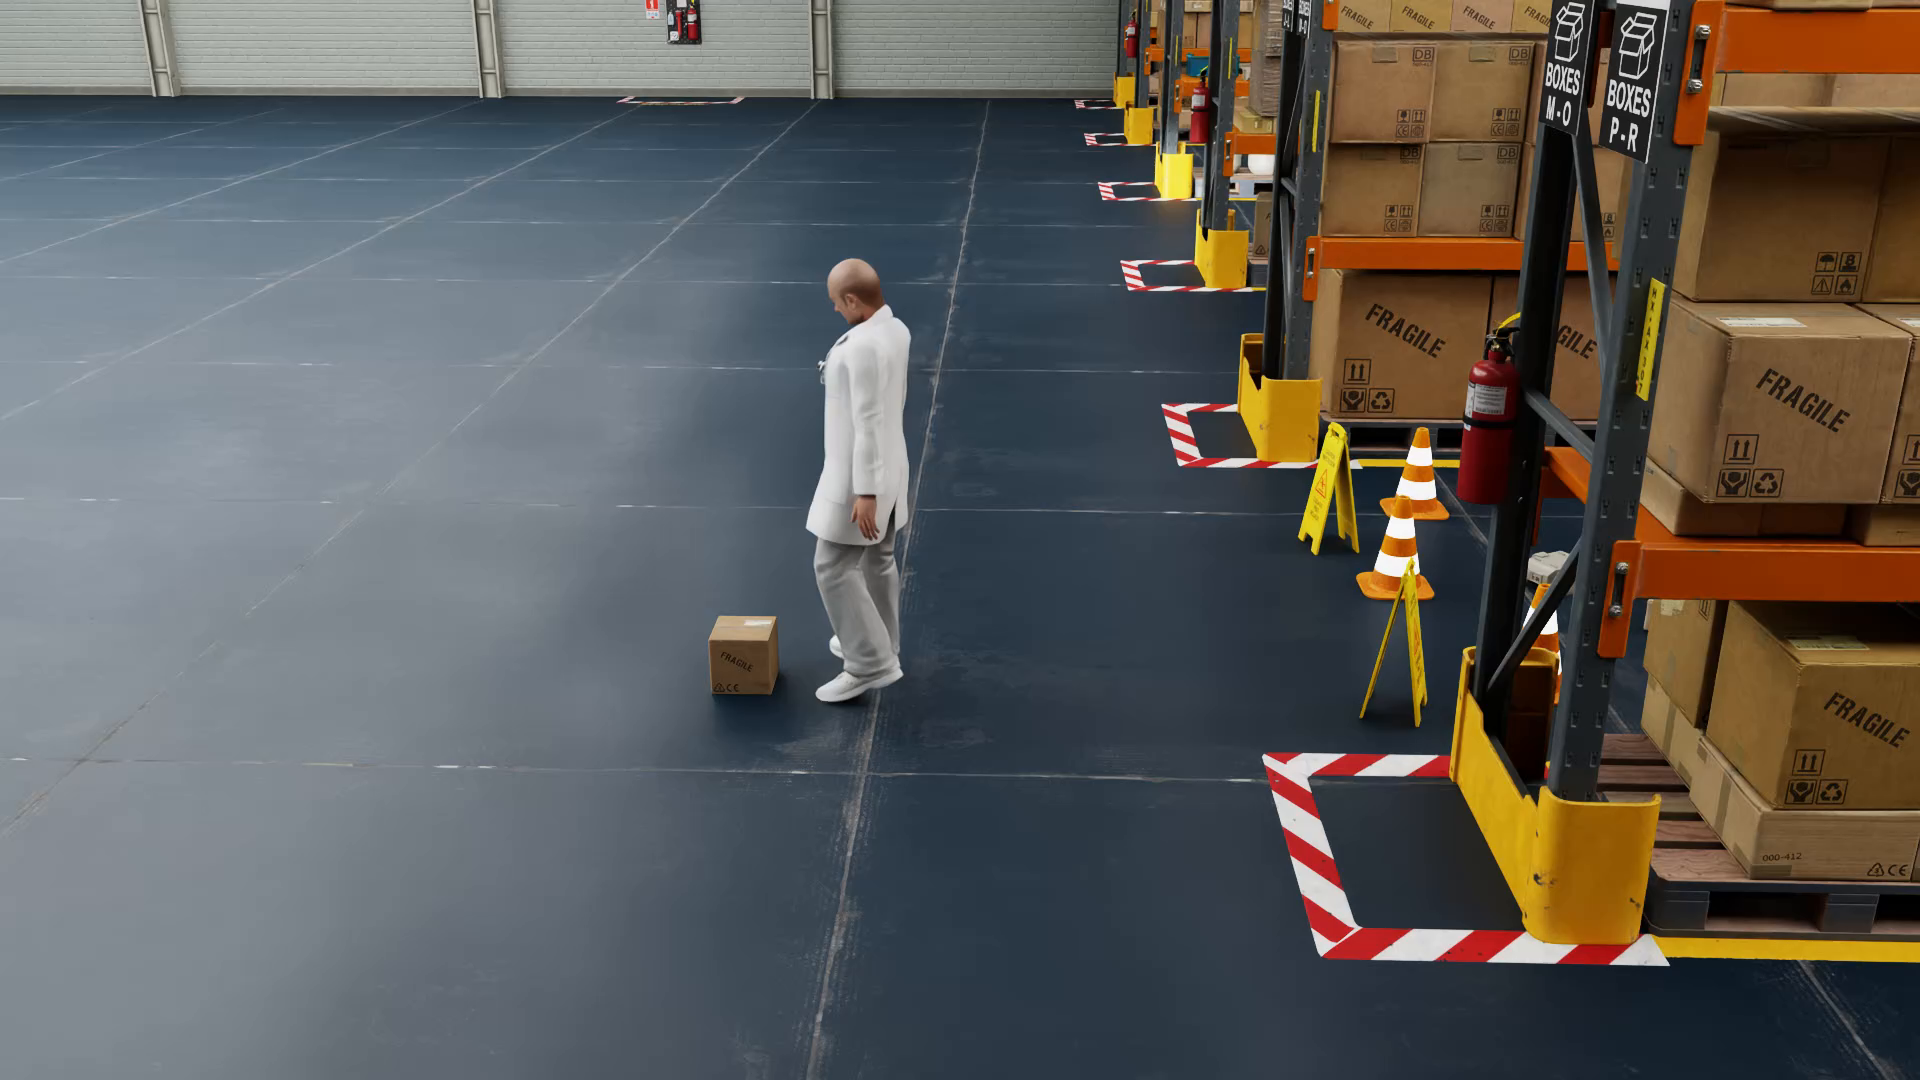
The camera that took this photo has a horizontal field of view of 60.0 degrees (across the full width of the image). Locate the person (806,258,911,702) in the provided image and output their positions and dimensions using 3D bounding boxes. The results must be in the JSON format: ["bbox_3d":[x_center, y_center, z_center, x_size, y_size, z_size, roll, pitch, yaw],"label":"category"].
[{"bbox_3d":[-0.408,-0.244,6.730,0.442,1.803,0.707,6,21,15],"label":"person"}]
